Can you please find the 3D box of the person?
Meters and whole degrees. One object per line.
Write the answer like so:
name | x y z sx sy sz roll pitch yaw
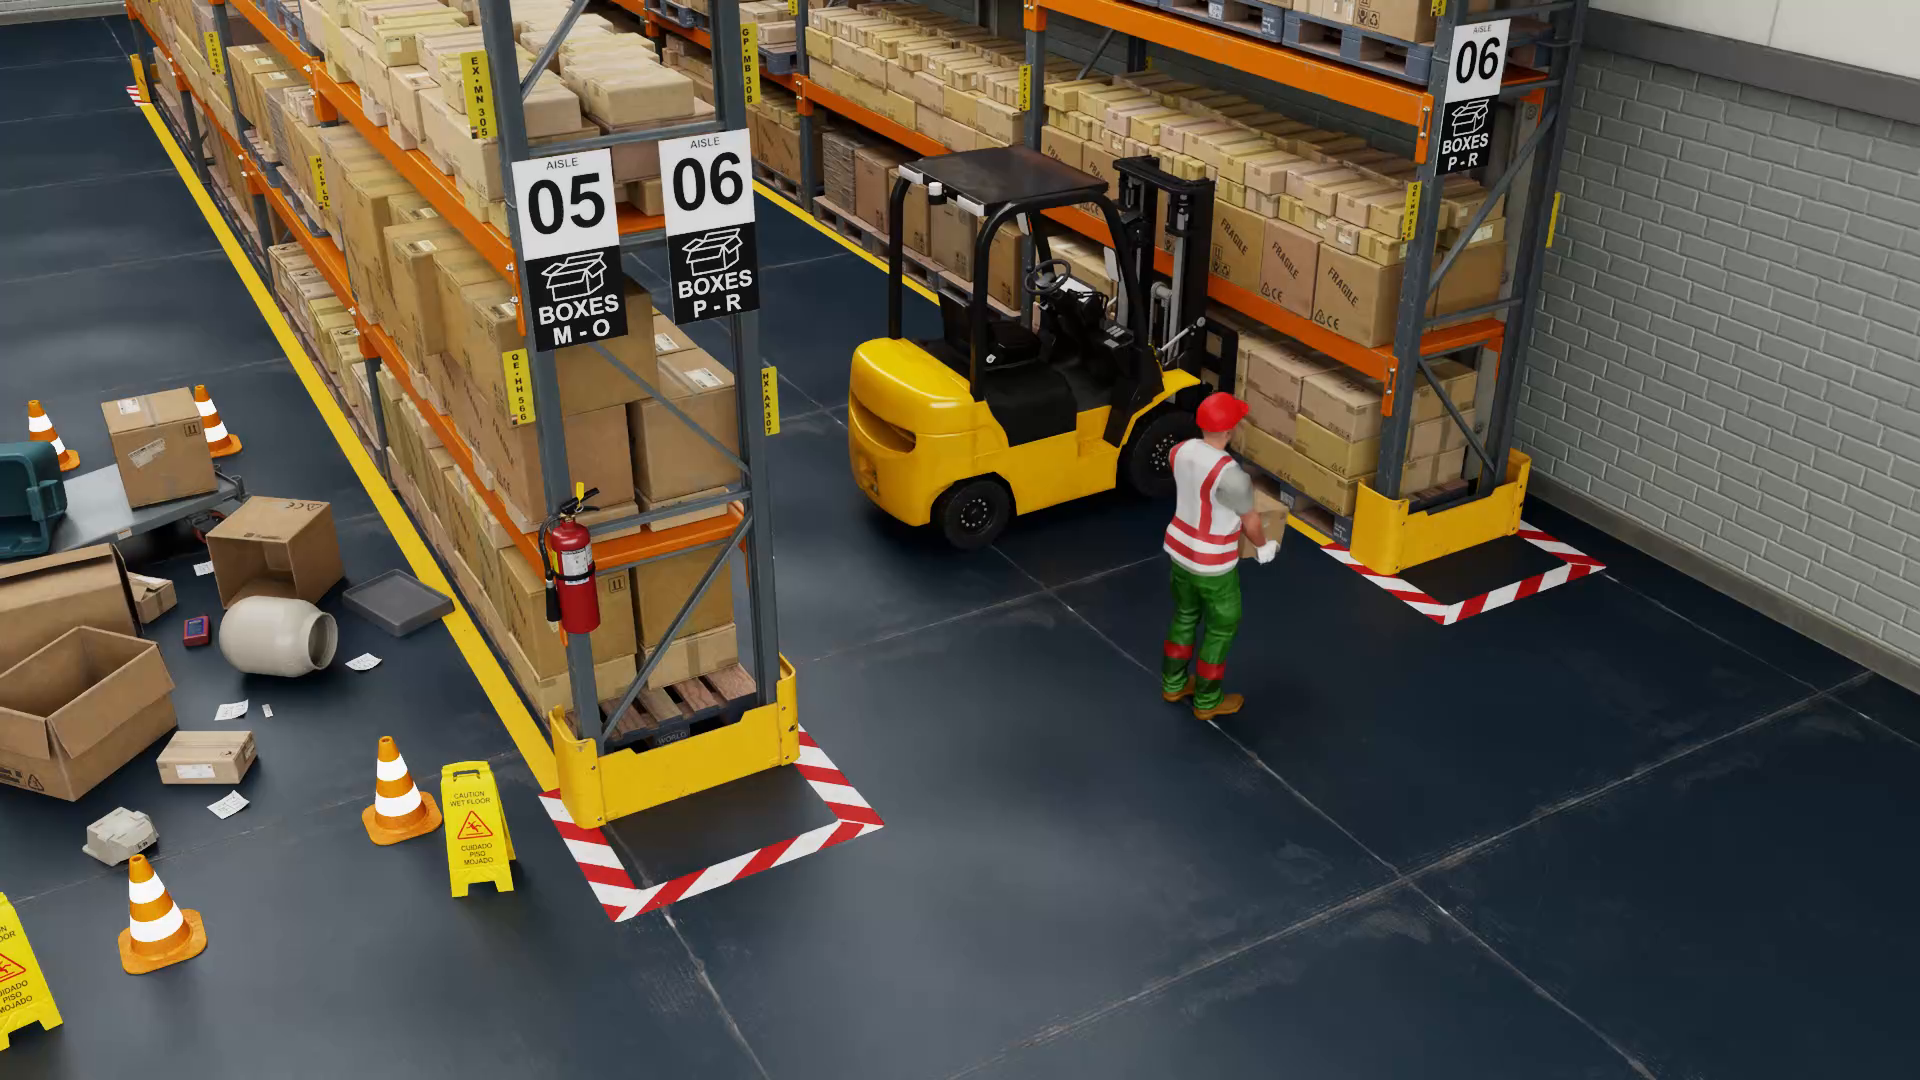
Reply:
person | 1.311 0.061 8.432 0.559 1.784 0.495 -16 33 -27
